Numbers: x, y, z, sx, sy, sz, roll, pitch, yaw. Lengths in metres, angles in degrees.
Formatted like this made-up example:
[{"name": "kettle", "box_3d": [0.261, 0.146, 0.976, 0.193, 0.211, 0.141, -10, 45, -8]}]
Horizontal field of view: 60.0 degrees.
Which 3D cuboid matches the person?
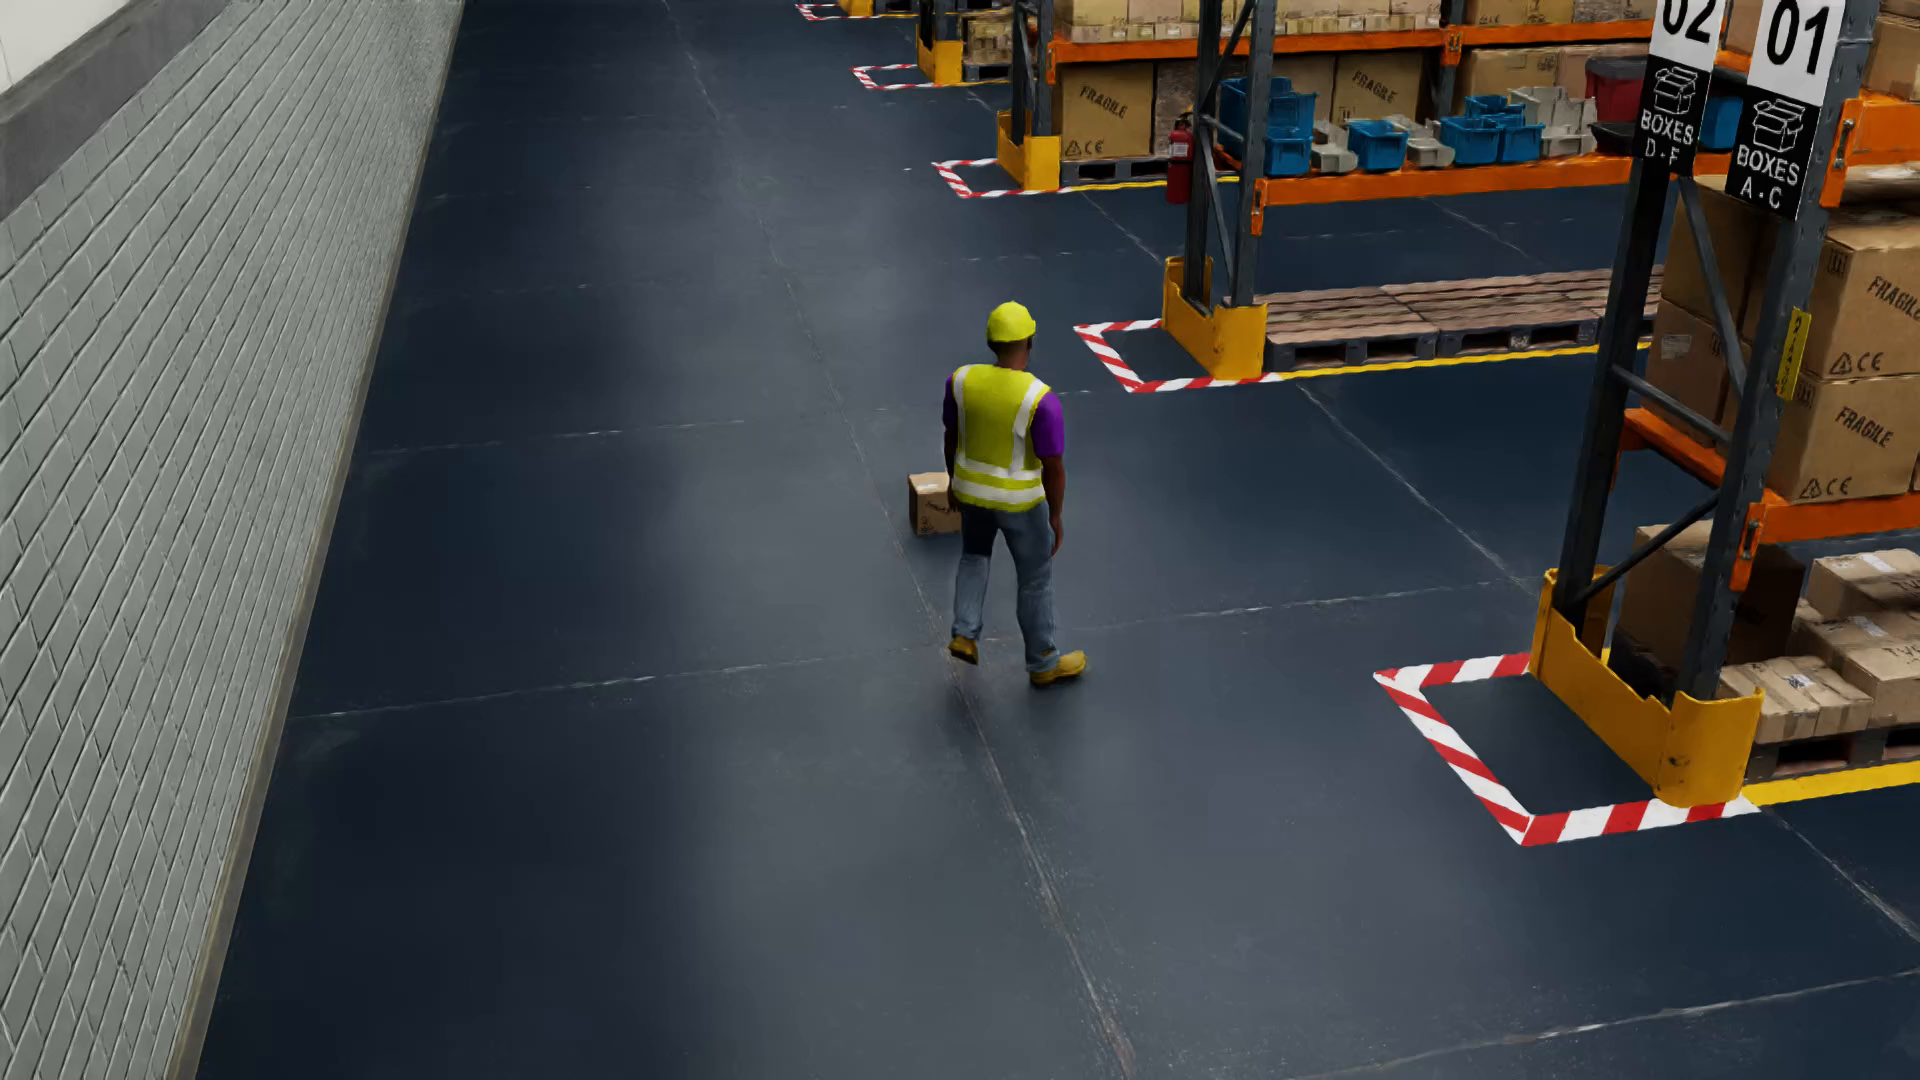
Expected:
[{"name": "person", "box_3d": [0.194, -0.169, 7.264, 0.644, 1.758, 0.548, 13, 29, 25]}]
